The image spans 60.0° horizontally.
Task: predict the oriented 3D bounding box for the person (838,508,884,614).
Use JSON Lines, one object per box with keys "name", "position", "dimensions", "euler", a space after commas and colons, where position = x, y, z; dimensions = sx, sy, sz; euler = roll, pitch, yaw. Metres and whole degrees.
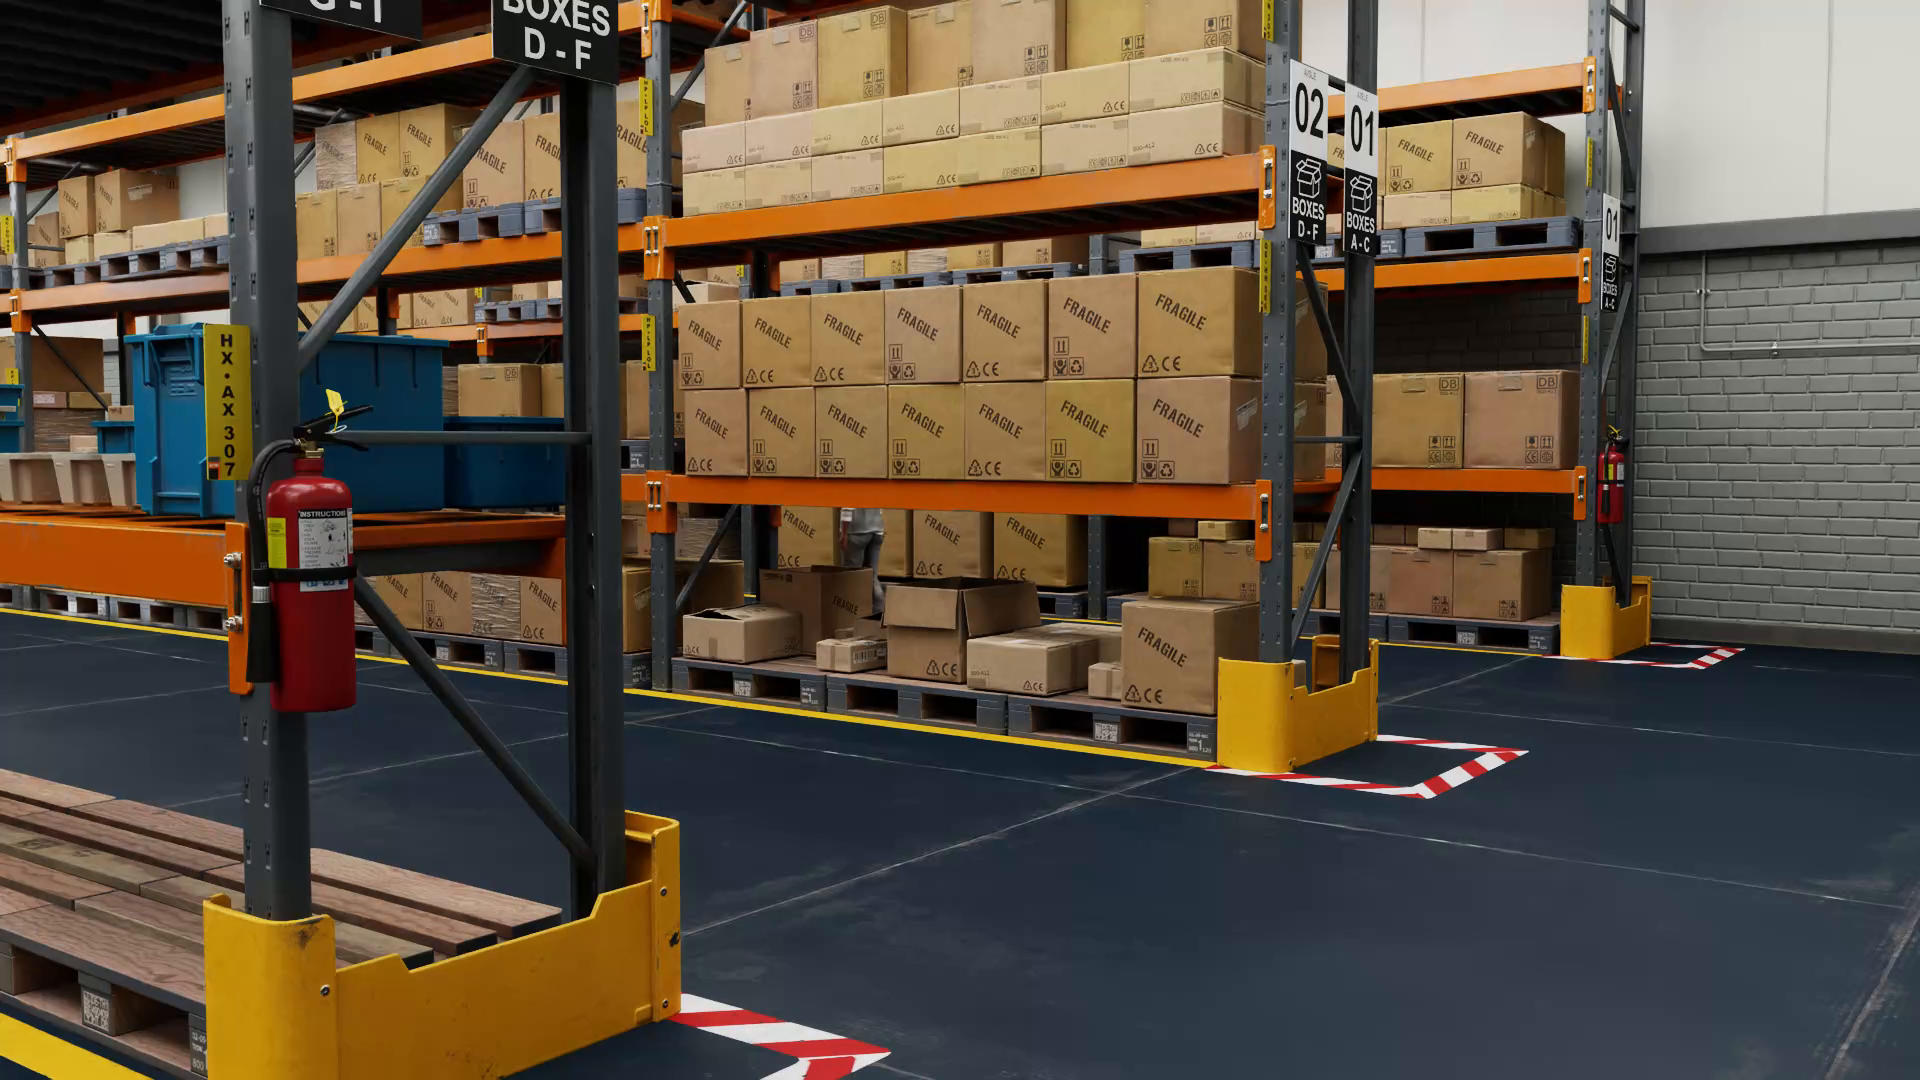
{"name": "person", "position": [-0.742, -0.028, 12.526], "dimensions": [0.308, 1.604, 0.407], "euler": [3, 4, 37]}
